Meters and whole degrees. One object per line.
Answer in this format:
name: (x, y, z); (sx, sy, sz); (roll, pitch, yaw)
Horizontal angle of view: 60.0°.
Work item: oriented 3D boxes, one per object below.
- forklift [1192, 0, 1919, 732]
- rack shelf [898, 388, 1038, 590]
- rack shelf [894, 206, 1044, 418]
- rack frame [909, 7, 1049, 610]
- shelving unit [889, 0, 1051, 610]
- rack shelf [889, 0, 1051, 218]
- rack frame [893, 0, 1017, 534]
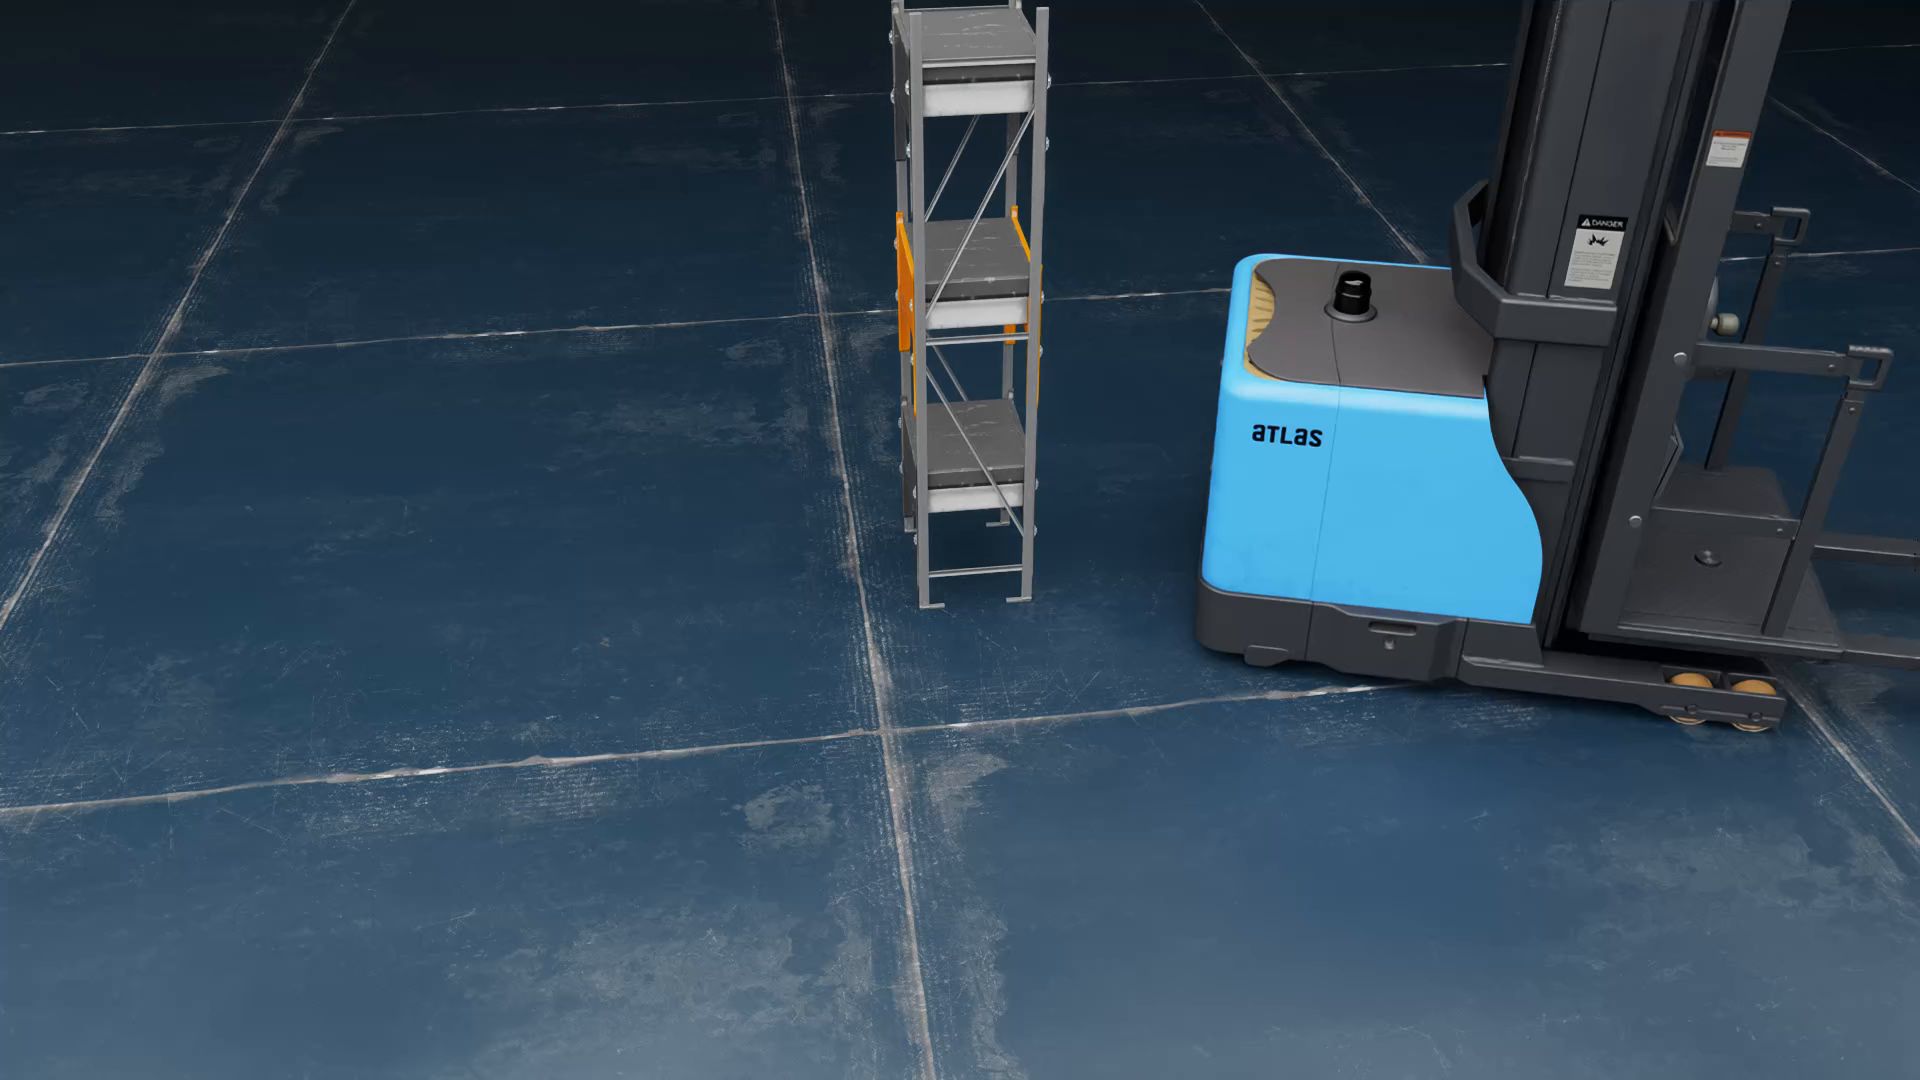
forklift: (2.358, -0.921, 4.999); (3.031, 2.935, 1.130); (6, 35, 9)
rack shelf: (0.022, -0.186, 5.925); (0.431, 0.518, 0.480); (-4, 35, -6)
rack shelf: (0.022, -0.764, 5.531); (0.431, 0.518, 0.480); (-4, 35, -6)
rack frame: (0.055, -0.639, 5.323); (0.400, 2.100, 0.015); (-4, 35, -6)
shelving unit: (0.022, -0.775, 5.523); (0.431, 2.100, 0.503); (-4, 35, -6)
rack shelf: (0.022, -1.342, 5.137); (0.431, 0.518, 0.480); (-4, 35, -6)
rack frame: (-0.011, -0.911, 5.723); (0.400, 2.100, 0.015); (-4, 35, -6)
